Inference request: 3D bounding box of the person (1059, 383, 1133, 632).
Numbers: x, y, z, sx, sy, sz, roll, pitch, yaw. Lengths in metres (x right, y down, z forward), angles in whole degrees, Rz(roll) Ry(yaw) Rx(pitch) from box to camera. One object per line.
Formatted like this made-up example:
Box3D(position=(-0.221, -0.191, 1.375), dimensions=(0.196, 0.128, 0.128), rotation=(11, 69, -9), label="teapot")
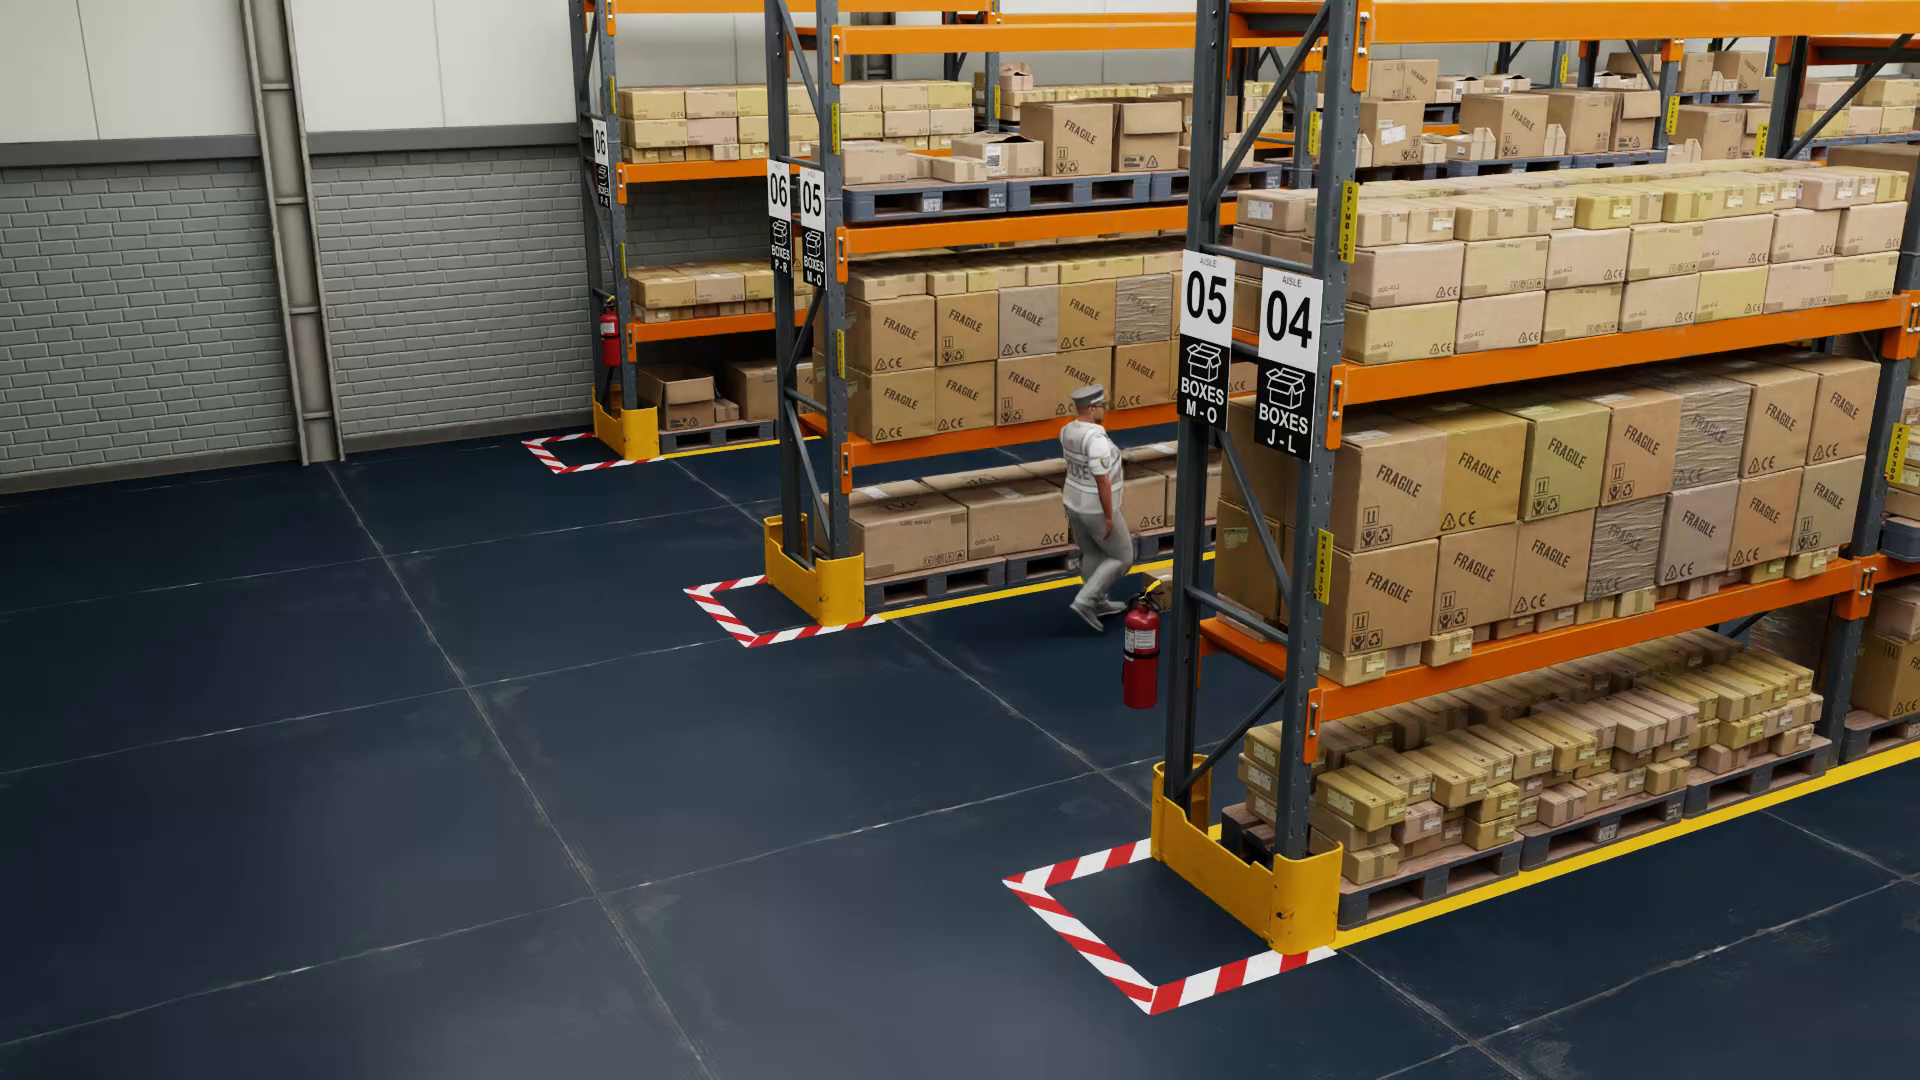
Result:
Box3D(position=(0.984, -0.242, 11.723), dimensions=(0.624, 1.764, 0.560), rotation=(-10, 21, -27), label="person")
